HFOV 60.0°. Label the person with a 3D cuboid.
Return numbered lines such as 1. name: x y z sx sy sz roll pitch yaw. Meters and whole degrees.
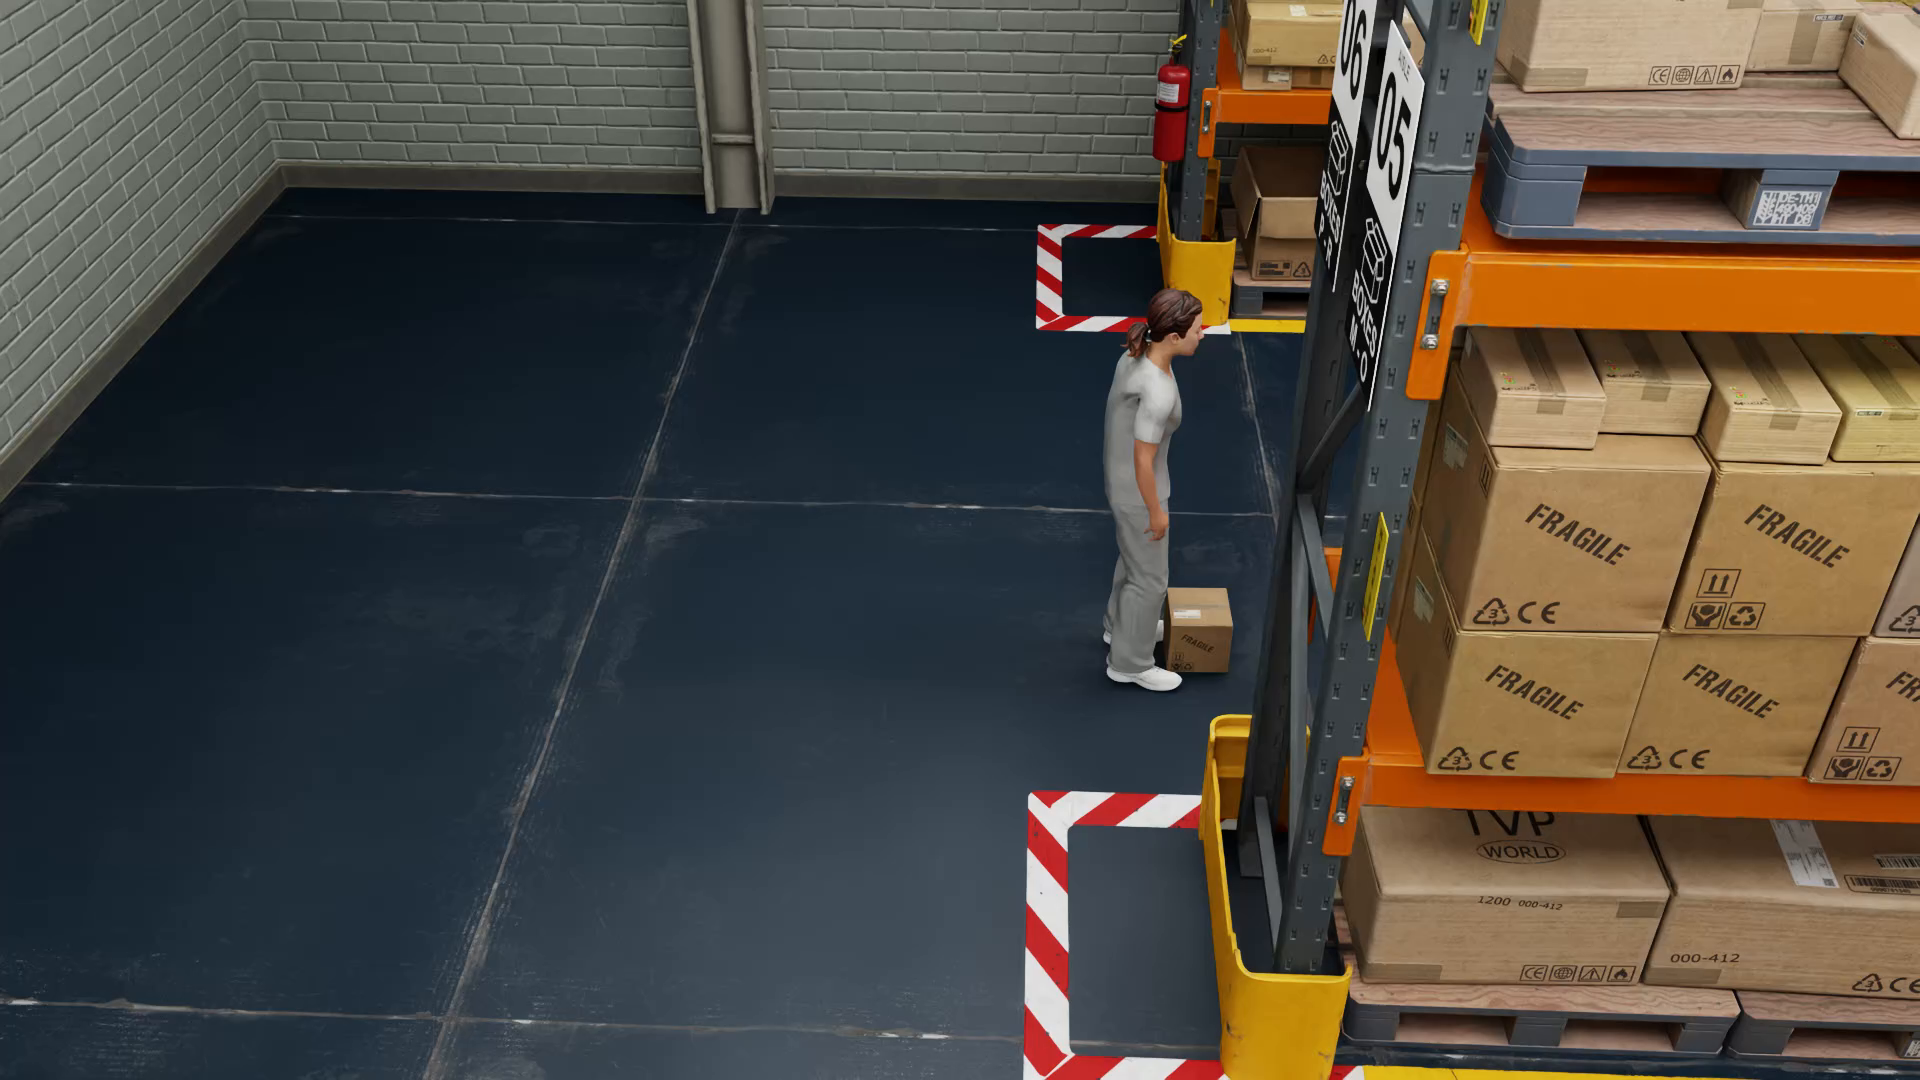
1. person: 0.725 -0.203 6.430 0.360 1.672 0.486 1 36 1
